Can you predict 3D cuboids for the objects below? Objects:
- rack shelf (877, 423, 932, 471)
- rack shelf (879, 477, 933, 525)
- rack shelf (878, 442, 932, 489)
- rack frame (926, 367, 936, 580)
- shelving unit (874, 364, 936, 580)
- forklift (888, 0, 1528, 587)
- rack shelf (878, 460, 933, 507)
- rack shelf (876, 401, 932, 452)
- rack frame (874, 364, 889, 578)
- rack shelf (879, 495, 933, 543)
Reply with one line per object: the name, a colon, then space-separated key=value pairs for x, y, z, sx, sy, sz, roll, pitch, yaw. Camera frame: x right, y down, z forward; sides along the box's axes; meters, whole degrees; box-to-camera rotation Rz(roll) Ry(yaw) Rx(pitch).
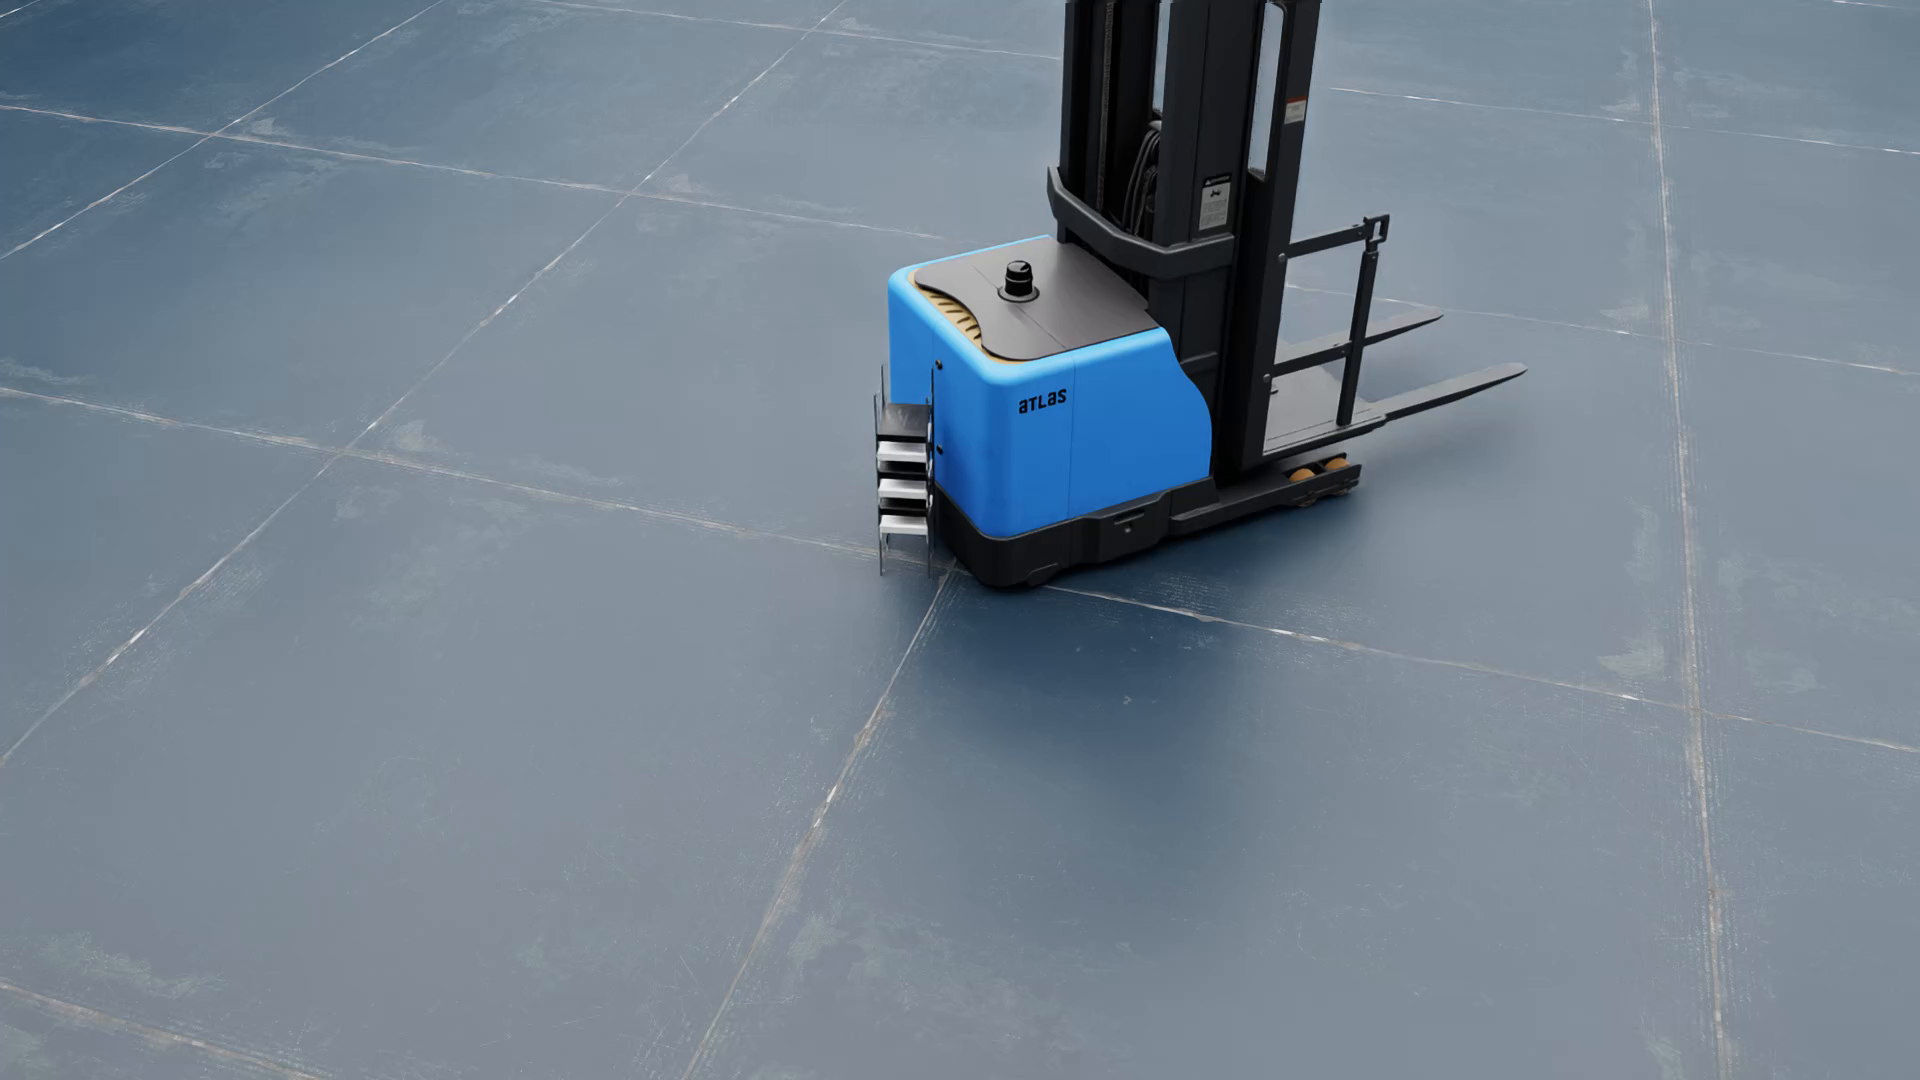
rack shelf: x=-0.222 y=-0.387 z=6.769 sx=0.200 sy=0.077 sz=0.258 roll=3 pitch=36 yaw=4
rack shelf: x=-0.222 y=-0.169 z=6.929 sx=0.200 sy=0.077 sz=0.258 roll=3 pitch=36 yaw=4
rack shelf: x=-0.222 y=-0.314 z=6.822 sx=0.200 sy=0.077 sz=0.258 roll=3 pitch=36 yaw=4
rack frame: x=-0.121 y=-0.263 z=6.848 sx=0.006 sy=0.900 sz=0.240 roll=3 pitch=36 yaw=4
shelving unit: x=-0.222 y=-0.269 z=6.856 sx=0.210 sy=0.900 sz=0.258 roll=3 pitch=36 yaw=4
forklift: x=1.232 y=-1.592 z=6.941 sx=3.031 sy=2.935 sz=1.130 roll=-17 pitch=40 yaw=-21
rack shelf: x=-0.222 y=-0.242 z=6.876 sx=0.200 sy=0.077 sz=0.258 roll=3 pitch=36 yaw=4
rack shelf: x=-0.222 y=-0.459 z=6.716 sx=0.200 sy=0.077 sz=0.258 roll=3 pitch=36 yaw=4
rack frame: x=-0.323 y=-0.274 z=6.864 sx=0.006 sy=0.900 sz=0.240 roll=3 pitch=36 yaw=4
rack shelf: x=-0.222 y=-0.097 z=6.983 sx=0.200 sy=0.077 sz=0.258 roll=3 pitch=36 yaw=4
